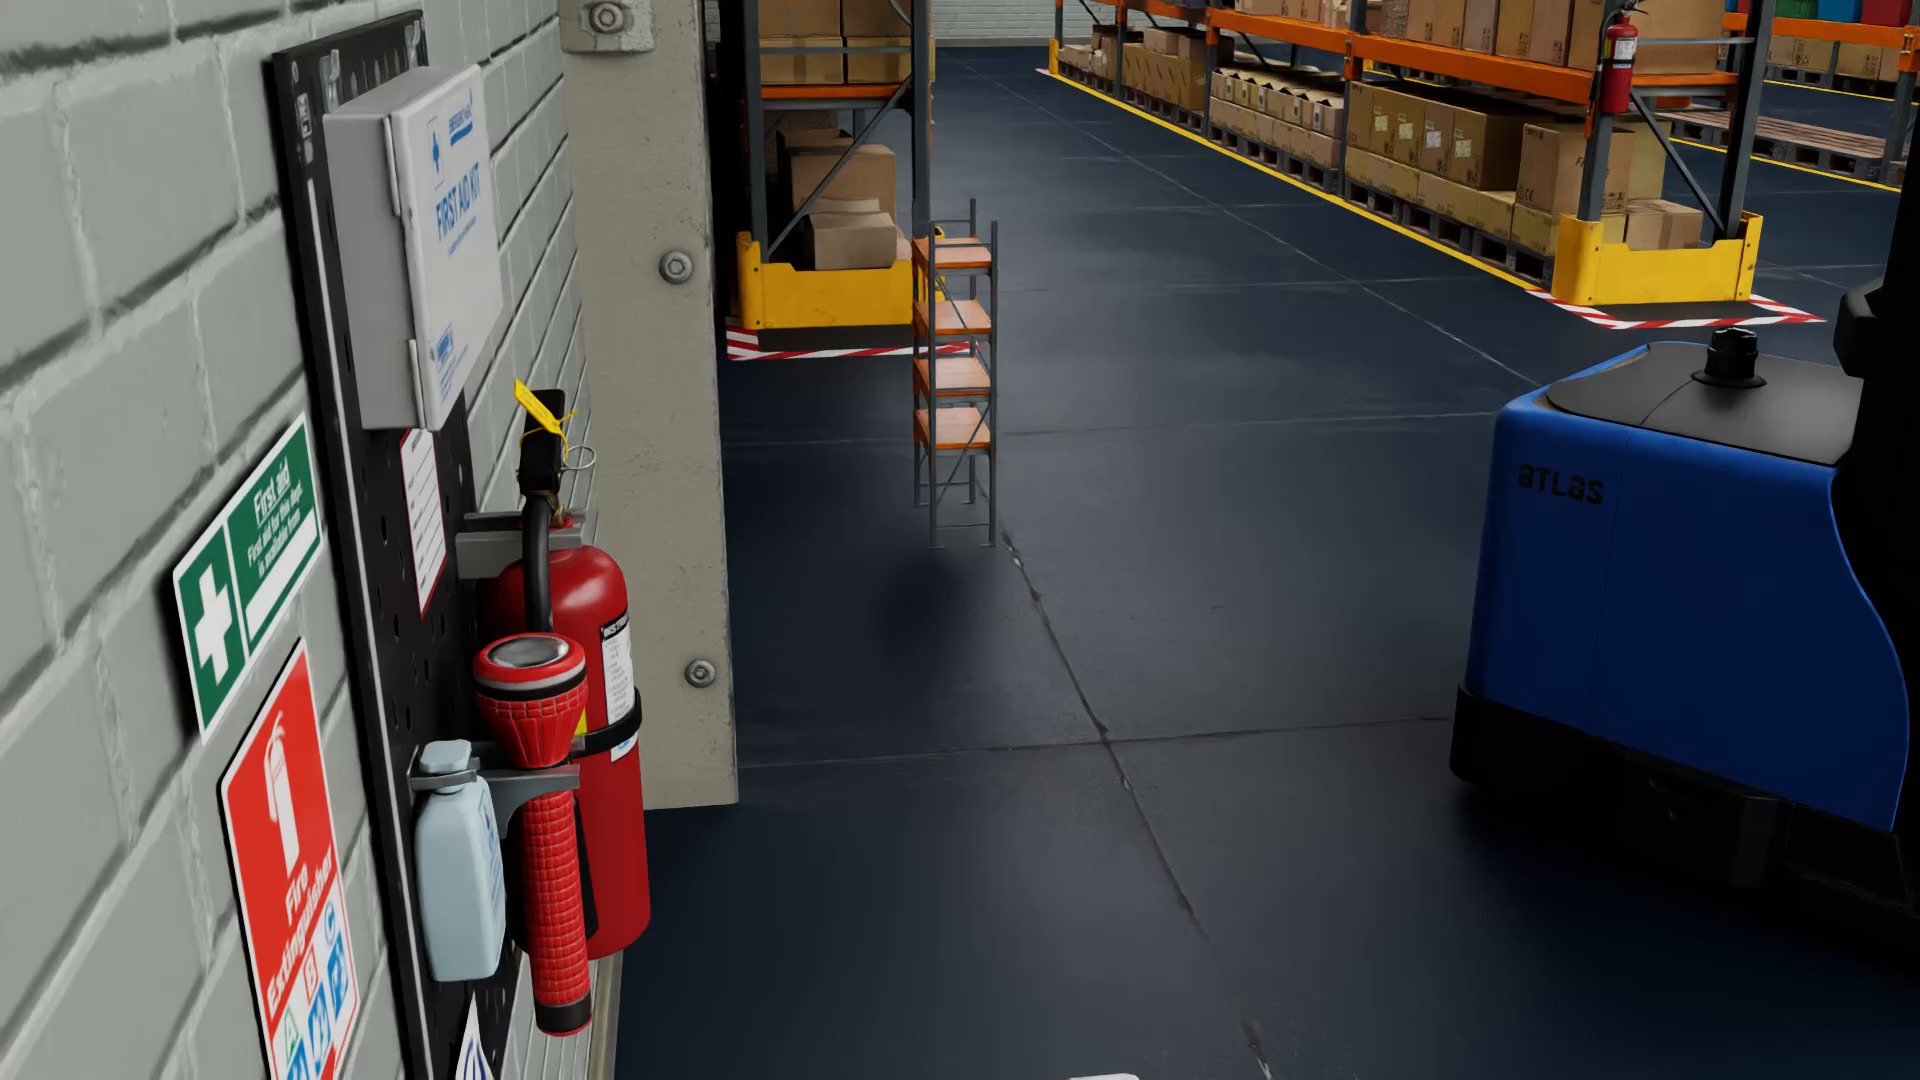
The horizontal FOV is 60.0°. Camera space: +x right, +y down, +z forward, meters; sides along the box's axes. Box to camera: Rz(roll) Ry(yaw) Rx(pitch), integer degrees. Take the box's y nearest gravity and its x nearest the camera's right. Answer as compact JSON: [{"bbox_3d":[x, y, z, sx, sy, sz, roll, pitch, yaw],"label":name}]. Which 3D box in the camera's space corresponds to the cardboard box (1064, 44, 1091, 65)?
[{"bbox_3d":[1.794,-6.987,23.938,0.500,0.250,0.500,-3,21,-8],"label":"cardboard box"}]

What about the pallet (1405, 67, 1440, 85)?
[{"bbox_3d":[7.079,-6.678,23.795,1.003,0.211,1.213,-3,21,-8],"label":"pallet"}]

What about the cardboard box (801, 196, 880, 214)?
[{"bbox_3d":[-0.764,-2.042,10.611,0.500,0.311,0.500,-1,21,-3],"label":"cardboard box"}]

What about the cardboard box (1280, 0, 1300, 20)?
[{"bbox_3d":[3.335,-5.142,15.553,0.500,0.500,0.500,-4,21,-11],"label":"cardboard box"}]

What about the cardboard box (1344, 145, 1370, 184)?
[{"bbox_3d":[3.421,-3.023,13.352,0.500,0.250,0.500,-3,21,-8],"label":"cardboard box"}]

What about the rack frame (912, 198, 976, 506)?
[{"bbox_3d":[-0.059,-0.704,6.386,0.240,1.200,0.015,-3,21,-8],"label":"rack frame"}]

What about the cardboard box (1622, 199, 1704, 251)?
[{"bbox_3d":[4.373,-2.011,10.642,0.500,0.250,0.500,-3,21,-8],"label":"cardboard box"}]

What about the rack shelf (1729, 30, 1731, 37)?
[{"bbox_3d":[7.691,-6.279,19.769,1.077,0.370,4.000,-3,21,-8],"label":"rack shelf"}]

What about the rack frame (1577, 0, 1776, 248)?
[{"bbox_3d":[4.231,-2.905,9.707,1.000,3.000,0.127,-3,21,-8],"label":"rack frame"}]

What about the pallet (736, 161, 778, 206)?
[{"bbox_3d":[-1.361,-3.002,13.953,1.003,0.211,1.213,-3,21,-8],"label":"pallet"}]

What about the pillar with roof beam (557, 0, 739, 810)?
[{"bbox_3d":[3.497,-3.803,3.537,9.100,9.000,0.400,-3,21,-8],"label":"pillar with roof beam"}]

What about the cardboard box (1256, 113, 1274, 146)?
[{"bbox_3d":[3.090,-3.856,15.584,0.500,0.250,0.500,-2,21,-7],"label":"cardboard box"}]

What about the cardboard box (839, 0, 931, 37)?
[{"bbox_3d":[-0.442,-3.125,9.410,0.500,0.500,0.500,-3,21,-8],"label":"cardboard box"}]

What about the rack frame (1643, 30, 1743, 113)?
[{"bbox_3d":[7.980,-5.924,17.789,1.000,3.000,0.127,-3,21,-8],"label":"rack frame"}]

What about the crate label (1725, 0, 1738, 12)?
[{"bbox_3d":[7.855,-5.583,16.825,0.502,0.435,0.616,-3,21,-8],"label":"crate label"}]

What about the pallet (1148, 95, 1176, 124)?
[{"bbox_3d":[2.835,-5.051,19.437,1.003,0.211,1.213,-3,21,-8],"label":"pallet"}]

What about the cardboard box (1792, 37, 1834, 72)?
[{"bbox_3d":[12.288,-6.992,23.087,0.875,0.875,0.875,-3,21,-8],"label":"cardboard box"}]

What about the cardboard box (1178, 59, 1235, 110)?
[{"bbox_3d":[2.710,-5.022,18.319,0.500,0.500,0.500,-2,21,-6],"label":"cardboard box"}]

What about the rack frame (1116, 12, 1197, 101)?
[{"bbox_3d":[2.501,-7.060,20.832,1.000,3.000,0.127,-3,21,-8],"label":"rack frame"}]

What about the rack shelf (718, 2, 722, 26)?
[{"bbox_3d":[-2.689,-7.164,22.139,1.077,0.370,4.000,-3,21,-8],"label":"rack shelf"}]

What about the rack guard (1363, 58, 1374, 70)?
[{"bbox_3d":[6.810,-7.530,25.663,1.175,0.500,0.348,-3,21,-8],"label":"rack guard"}]

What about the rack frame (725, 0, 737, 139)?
[{"bbox_3d":[-1.824,-5.424,16.451,1.000,3.000,0.127,-3,21,-8],"label":"rack frame"}]

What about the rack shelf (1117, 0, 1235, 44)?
[{"bbox_3d":[2.789,-6.031,19.103,1.077,0.370,4.000,-3,21,-8],"label":"rack shelf"}]

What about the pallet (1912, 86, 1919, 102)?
[{"bbox_3d":[12.669,-5.565,20.815,1.003,0.211,1.213,-3,21,-8],"label":"pallet"}]

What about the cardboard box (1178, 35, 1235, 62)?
[{"bbox_3d":[2.698,-5.393,18.240,0.500,0.250,0.500,-2,21,-6],"label":"cardboard box"}]

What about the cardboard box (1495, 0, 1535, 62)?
[{"bbox_3d":[4.030,-3.468,11.072,0.700,0.500,0.500,-3,21,-7],"label":"cardboard box"}]

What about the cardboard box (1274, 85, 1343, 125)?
[{"bbox_3d":[3.161,-3.940,15.006,0.500,0.311,0.500,-3,21,-8],"label":"cardboard box"}]

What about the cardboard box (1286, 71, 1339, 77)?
[{"bbox_3d":[3.478,-4.498,16.500,0.500,0.311,0.500,-3,21,-9],"label":"cardboard box"}]

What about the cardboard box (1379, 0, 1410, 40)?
[{"bbox_3d":[3.724,-4.184,12.988,0.700,0.500,0.500,-3,21,-9],"label":"cardboard box"}]

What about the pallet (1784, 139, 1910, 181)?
[{"bbox_3d":[8.405,-3.502,15.292,1.003,0.211,1.213,-3,21,-8],"label":"pallet"}]

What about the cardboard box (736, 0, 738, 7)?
[{"bbox_3d":[-1.386,-4.156,12.171,0.500,0.500,0.500,-3,21,-9],"label":"cardboard box"}]

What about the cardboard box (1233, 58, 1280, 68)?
[{"bbox_3d":[3.214,-5.063,18.429,0.500,0.500,0.500,-4,21,-10],"label":"cardboard box"}]

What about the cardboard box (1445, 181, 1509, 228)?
[{"bbox_3d":[3.703,-2.330,11.497,0.500,0.250,0.500,-3,21,-8],"label":"cardboard box"}]

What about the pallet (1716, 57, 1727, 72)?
[{"bbox_3d":[11.920,-7.364,25.631,1.003,0.211,1.213,-3,21,-8],"label":"pallet"}]

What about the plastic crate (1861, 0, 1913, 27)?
[{"bbox_3d":[8.184,-4.721,14.477,0.402,0.464,0.583,-3,21,-8],"label":"plastic crate"}]

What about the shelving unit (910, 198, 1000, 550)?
[{"bbox_3d":[-0.024,-0.619,6.160,0.258,1.200,0.503,-3,21,-8],"label":"shelving unit"}]

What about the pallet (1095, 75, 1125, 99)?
[{"bbox_3d":[2.403,-5.991,21.956,1.003,0.211,1.213,-3,21,-8],"label":"pallet"}]

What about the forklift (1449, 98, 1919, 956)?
[{"bbox_3d":[2.705,-0.462,3.265,3.031,2.935,1.130,19,27,41],"label":"forklift"}]

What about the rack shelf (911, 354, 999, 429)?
[{"bbox_3d":[-0.024,-0.556,6.183,0.258,0.148,0.480,-3,21,-8],"label":"rack shelf"}]

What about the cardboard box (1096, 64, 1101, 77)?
[{"bbox_3d":[2.025,-6.240,22.083,0.380,0.149,0.250,-3,21,-8],"label":"cardboard box"}]

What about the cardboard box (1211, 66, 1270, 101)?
[{"bbox_3d":[2.862,-4.650,16.908,0.500,0.311,0.500,-2,21,-6],"label":"cardboard box"}]

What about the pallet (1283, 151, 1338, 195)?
[{"bbox_3d":[3.509,-3.237,14.581,1.003,0.211,1.213,-3,21,-8],"label":"pallet"}]

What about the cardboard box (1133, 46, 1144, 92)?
[{"bbox_3d":[2.417,-5.731,20.218,0.500,0.500,0.500,-3,21,-7],"label":"cardboard box"}]

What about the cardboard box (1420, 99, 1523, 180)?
[{"bbox_3d":[3.629,-2.854,11.830,0.500,0.500,0.500,-3,21,-8],"label":"cardboard box"}]

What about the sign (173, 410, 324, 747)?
[{"bbox_3d":[-0.459,0.012,1.089,0.001,0.109,0.331,-3,21,-8],"label":"sign"}]

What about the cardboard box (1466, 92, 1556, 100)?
[{"bbox_3d":[4.073,-3.054,12.363,0.500,0.500,0.500,-3,21,-8],"label":"cardboard box"}]

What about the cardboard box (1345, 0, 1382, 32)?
[{"bbox_3d":[3.540,-4.388,13.892,0.500,0.250,0.500,-2,21,-4],"label":"cardboard box"}]

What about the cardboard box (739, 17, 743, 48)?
[{"bbox_3d":[-1.304,-3.629,11.832,0.500,0.250,0.500,-4,21,-9],"label":"cardboard box"}]

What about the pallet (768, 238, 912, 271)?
[{"bbox_3d":[-0.764,-1.657,10.351,1.003,0.211,1.213,-3,21,-8],"label":"pallet"}]

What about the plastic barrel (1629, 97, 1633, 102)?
[{"bbox_3d":[7.722,-5.314,19.113,0.421,0.512,0.421,0,20,0],"label":"plastic barrel"}]
